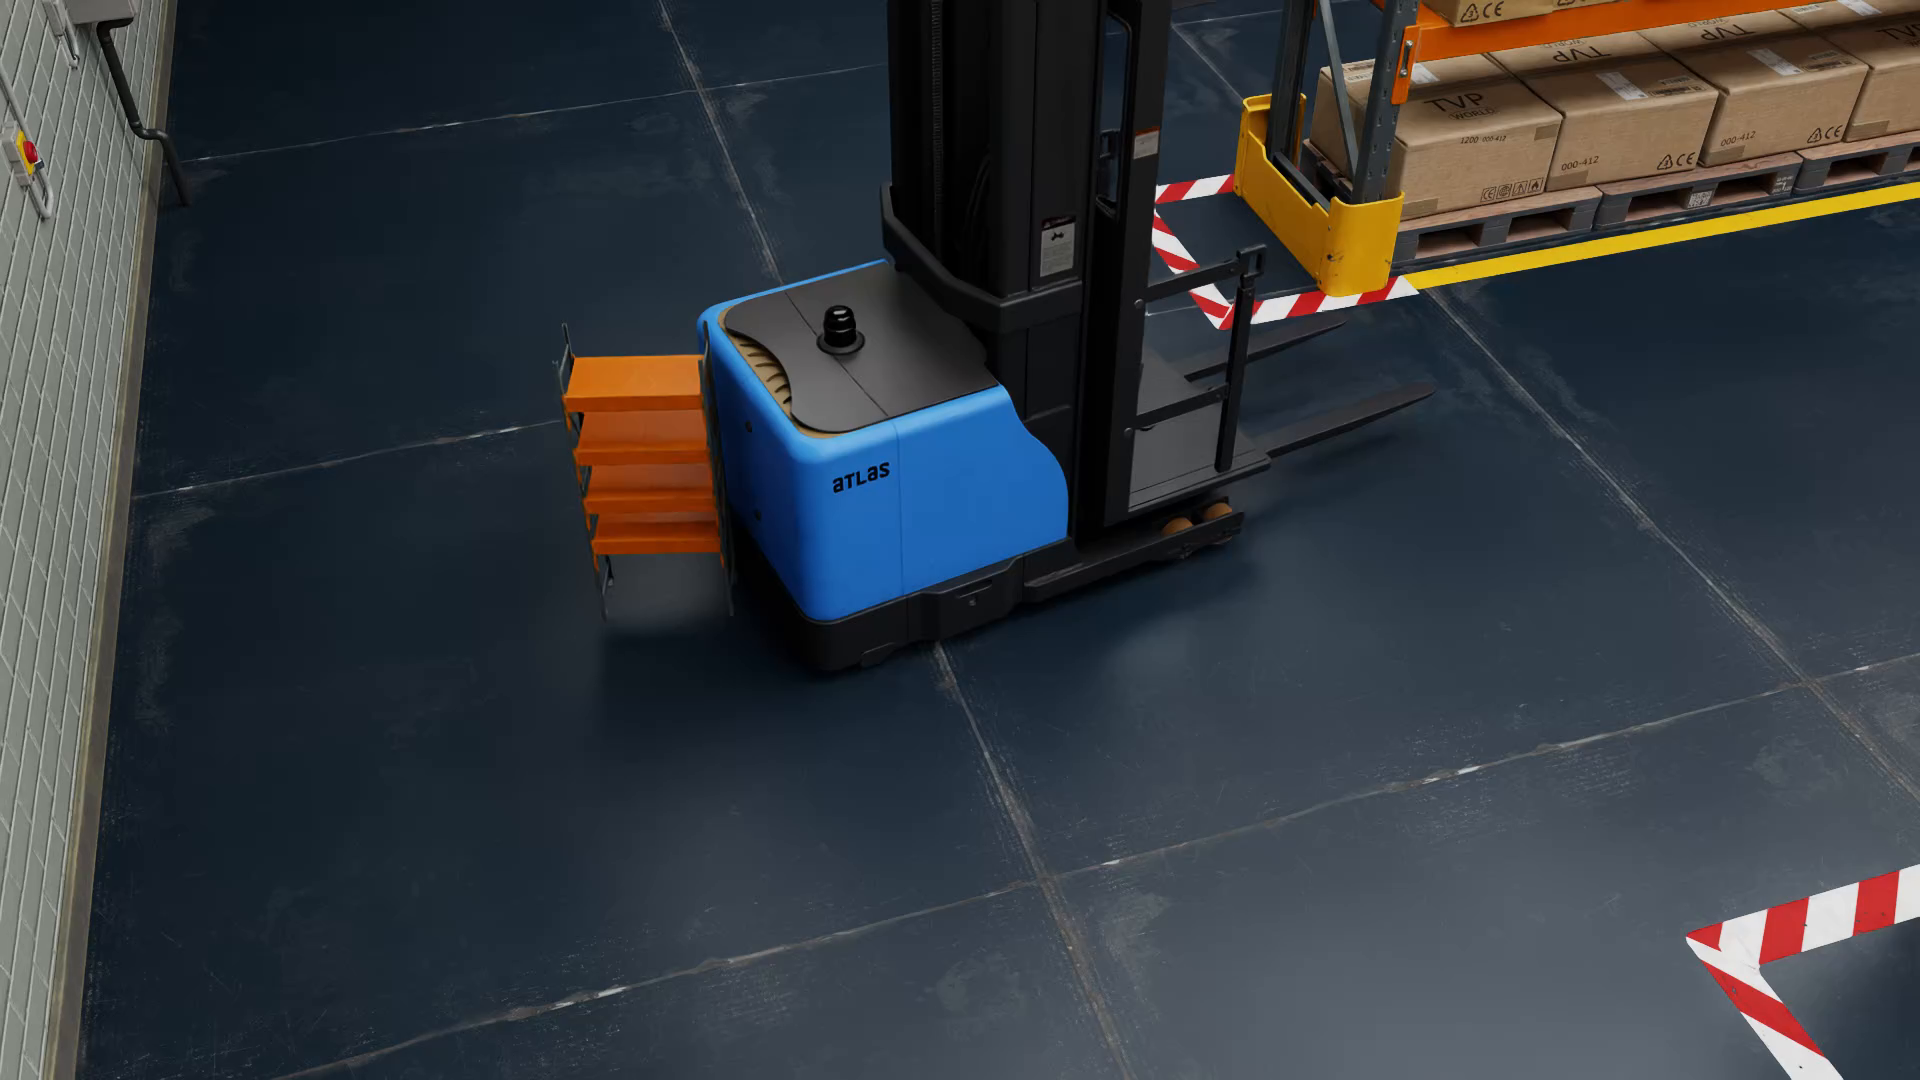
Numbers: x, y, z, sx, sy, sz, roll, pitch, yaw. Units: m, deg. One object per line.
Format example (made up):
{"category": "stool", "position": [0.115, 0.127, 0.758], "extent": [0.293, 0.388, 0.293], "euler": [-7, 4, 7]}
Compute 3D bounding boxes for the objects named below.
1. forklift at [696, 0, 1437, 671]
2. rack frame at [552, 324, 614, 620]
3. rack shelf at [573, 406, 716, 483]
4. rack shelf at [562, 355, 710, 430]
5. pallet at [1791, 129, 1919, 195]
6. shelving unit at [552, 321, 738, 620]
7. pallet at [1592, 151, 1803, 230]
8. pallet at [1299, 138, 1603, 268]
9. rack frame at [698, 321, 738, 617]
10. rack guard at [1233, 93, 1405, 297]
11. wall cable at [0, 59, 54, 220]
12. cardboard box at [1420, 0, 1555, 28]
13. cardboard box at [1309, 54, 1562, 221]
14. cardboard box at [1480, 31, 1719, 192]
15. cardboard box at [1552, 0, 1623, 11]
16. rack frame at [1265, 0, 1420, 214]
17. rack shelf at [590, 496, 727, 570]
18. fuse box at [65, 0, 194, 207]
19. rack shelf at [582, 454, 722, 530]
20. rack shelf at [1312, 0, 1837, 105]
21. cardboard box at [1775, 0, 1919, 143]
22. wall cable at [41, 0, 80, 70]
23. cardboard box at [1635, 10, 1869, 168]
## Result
{"category": "forklift", "position": [0.564, -1.316, 6.028], "extent": [3.031, 2.935, 1.130], "euler": [-19, 45, -21]}
{"category": "rack frame", "position": [-1.372, -0.223, 6.093], "extent": [0.015, 1.200, 0.240], "euler": [-1, 41, -2]}
{"category": "rack shelf", "position": [-1.128, -0.347, 5.997], "extent": [0.480, 0.148, 0.258], "euler": [-1, 41, -2]}
{"category": "rack shelf", "position": [-1.128, -0.525, 5.841], "extent": [0.480, 0.148, 0.258], "euler": [-1, 41, -2]}
{"category": "pallet", "position": [4.872, -2.346, 9.275], "extent": [1.213, 0.211, 1.003], "euler": [-12, 42, -13]}
{"category": "shelving unit", "position": [-1.128, -0.229, 6.100], "extent": [0.503, 1.200, 0.258], "euler": [-1, 41, -2]}
{"category": "pallet", "position": [3.706, -2.102, 8.996], "extent": [1.213, 0.211, 1.003], "euler": [-12, 42, -13]}
{"category": "pallet", "position": [2.545, -1.864, 8.723], "extent": [1.213, 0.211, 1.003], "euler": [-12, 42, -13]}
{"category": "rack frame", "position": [-0.885, -0.235, 6.107], "extent": [0.015, 1.200, 0.240], "euler": [-1, 41, -2]}
{"category": "rack guard", "position": [1.783, -1.761, 8.385], "extent": [0.348, 0.500, 1.175], "euler": [-12, 42, -13]}
{"category": "wall cable", "position": [-3.566, -1.972, 5.931], "extent": [0.123, 1.953, 0.585], "euler": [-12, 42, -13]}
{"category": "cardboard box", "position": [2.350, -2.659, 7.438], "extent": [0.500, 0.500, 0.500], "euler": [-12, 43, -13]}
{"category": "cardboard box", "position": [2.405, -2.093, 8.494], "extent": [0.875, 0.438, 0.875], "euler": [-13, 43, -15]}
{"category": "cardboard box", "position": [3.275, -2.279, 8.707], "extent": [0.875, 0.438, 0.875], "euler": [-11, 42, -12]}
{"category": "cardboard box", "position": [2.824, -2.777, 7.572], "extent": [0.500, 0.500, 0.500], "euler": [-12, 43, -14]}
{"category": "rack frame", "position": [1.806, -2.707, 7.568], "extent": [0.127, 3.000, 1.000], "euler": [-12, 42, -13]}
{"category": "rack shelf", "position": [-1.128, -0.029, 6.275], "extent": [0.480, 0.148, 0.258], "euler": [-1, 41, -2]}
{"category": "fuse box", "position": [-4.058, -2.440, 8.242], "extent": [0.414, 1.711, 0.539], "euler": [-12, 42, -13]}
{"category": "rack shelf", "position": [-1.128, -0.178, 6.144], "extent": [0.480, 0.148, 0.258], "euler": [-1, 41, -2]}
{"category": "rack shelf", "position": [3.713, -2.831, 8.257], "extent": [4.000, 0.370, 1.077], "euler": [-12, 42, -13]}
{"category": "cardboard box", "position": [4.990, -2.634, 9.113], "extent": [0.875, 0.438, 0.875], "euler": [-12, 43, -14]}
{"category": "wall cable", "position": [-4.003, -2.848, 6.958], "extent": [0.122, 1.984, 0.588], "euler": [-12, 42, -13]}
{"category": "cardboard box", "position": [4.136, -2.456, 8.910], "extent": [0.875, 0.438, 0.875], "euler": [-13, 43, -14]}
